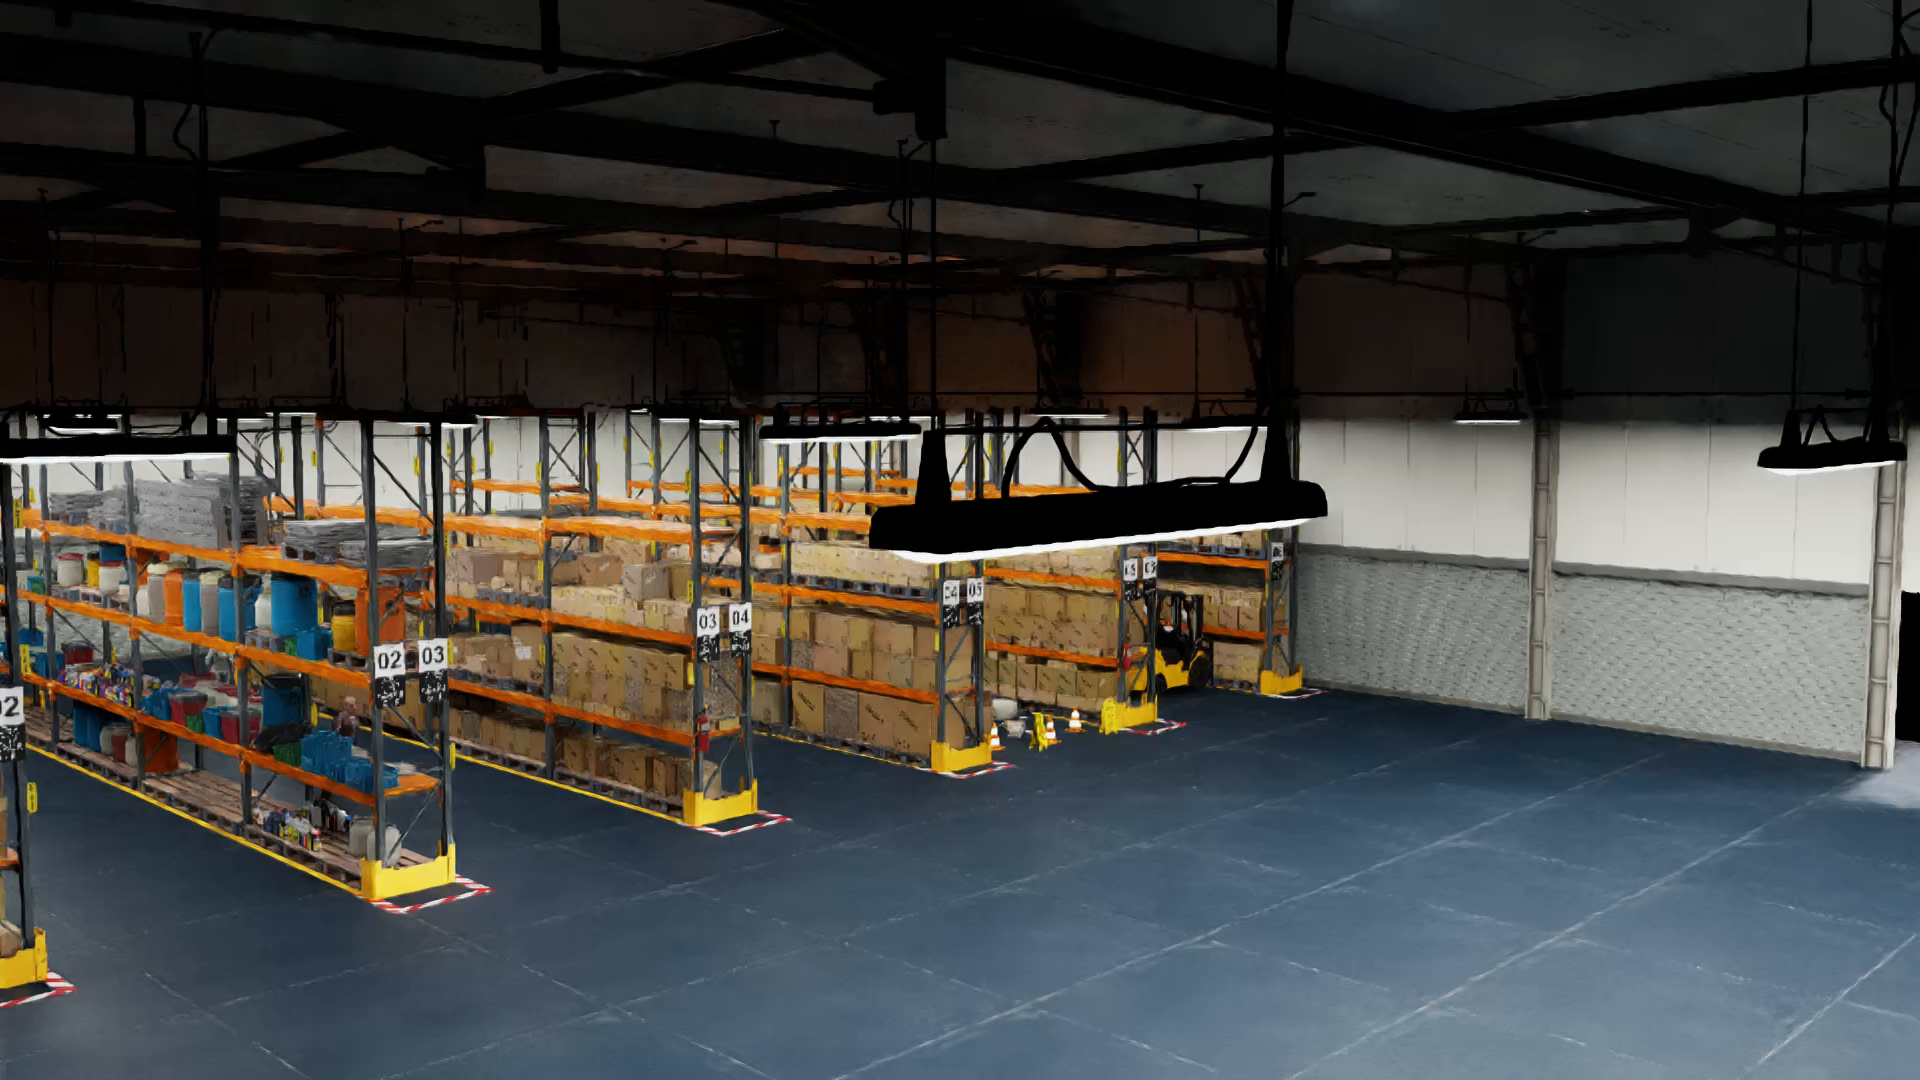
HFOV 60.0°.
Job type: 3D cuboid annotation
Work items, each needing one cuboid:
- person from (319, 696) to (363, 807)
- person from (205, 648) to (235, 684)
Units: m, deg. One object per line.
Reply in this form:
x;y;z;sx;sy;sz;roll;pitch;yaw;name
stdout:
-9.362;3.224;25.334;0.856;1.715;0.725;2;5;22;person
-14.792;2.627;33.240;0.519;1.541;0.566;4;7;41;person
